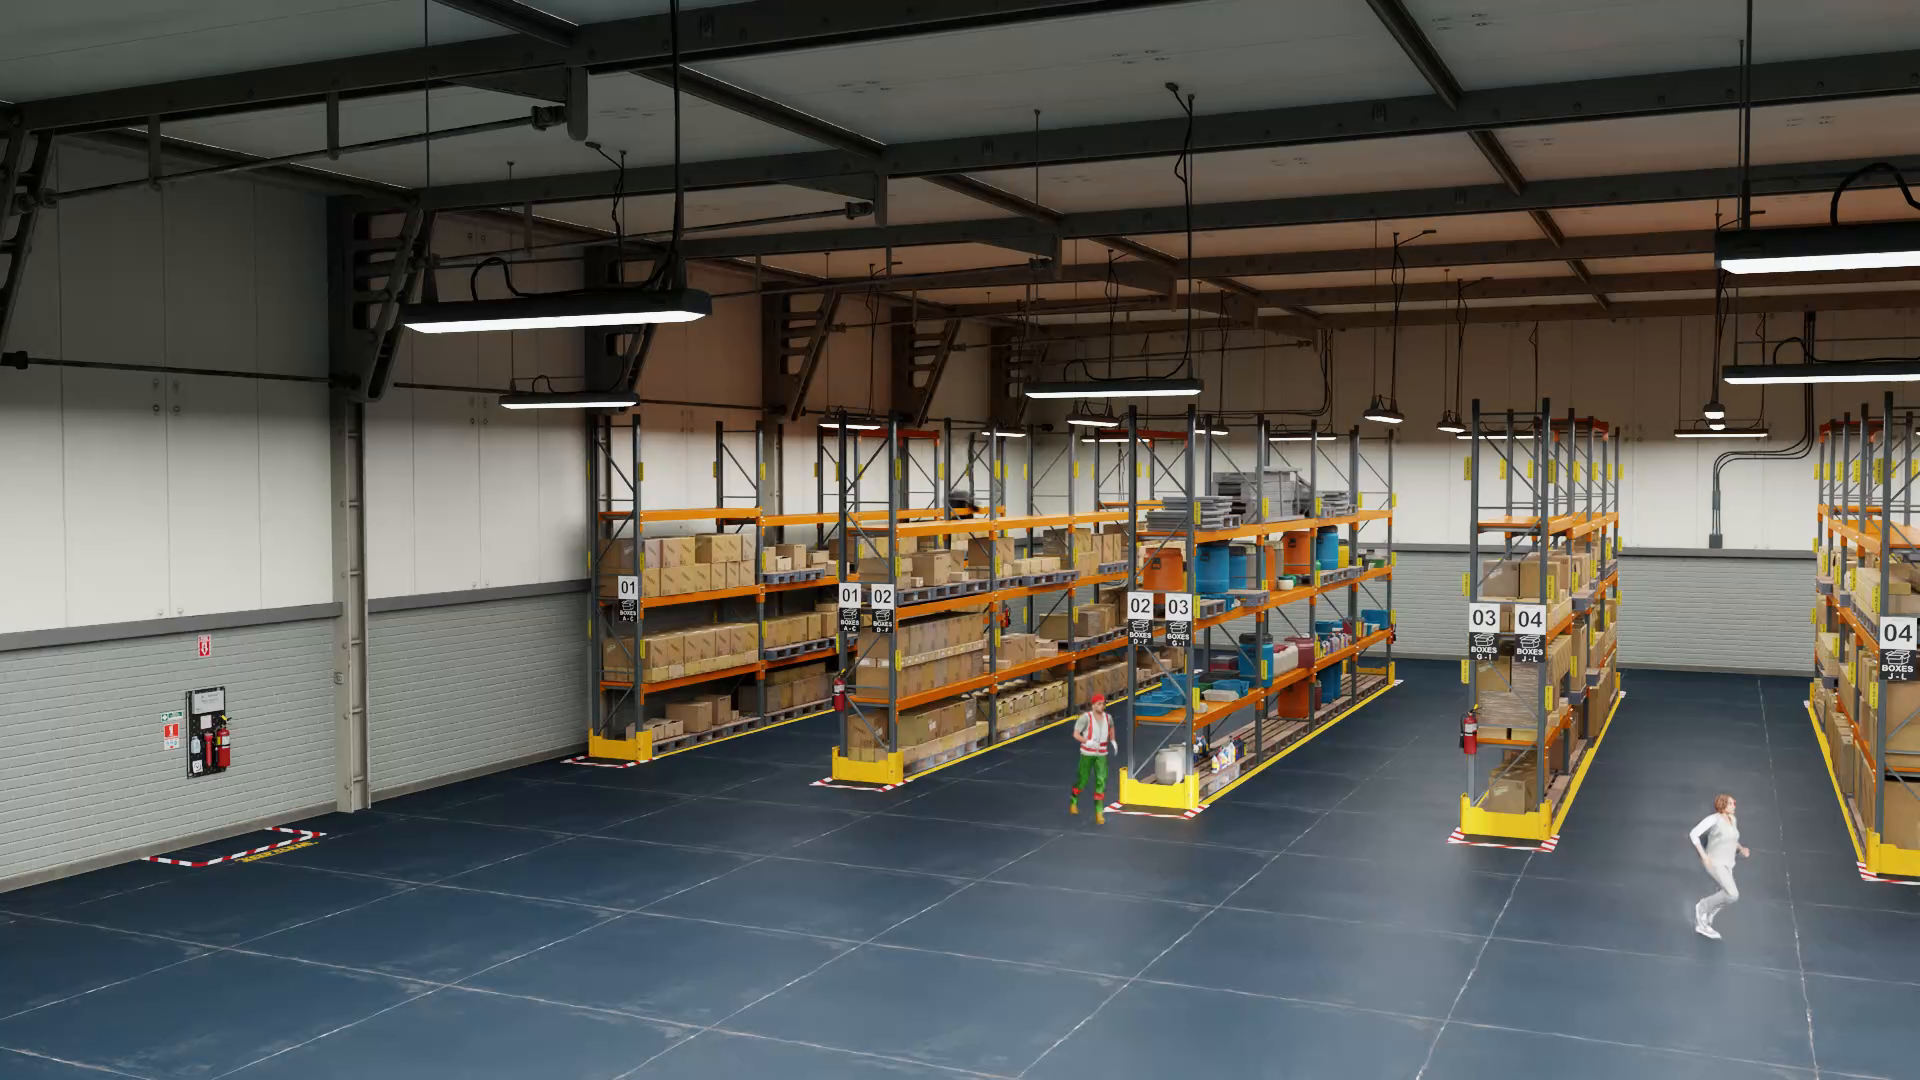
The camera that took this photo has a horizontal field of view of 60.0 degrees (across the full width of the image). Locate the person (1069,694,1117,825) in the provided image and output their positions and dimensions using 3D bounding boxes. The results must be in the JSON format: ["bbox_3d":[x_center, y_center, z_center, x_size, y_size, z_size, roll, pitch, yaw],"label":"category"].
[{"bbox_3d":[1.956,3.109,23.920,0.705,1.815,0.872,-1,2,-17],"label":"person"}]

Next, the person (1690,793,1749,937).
[{"bbox_3d":[8.160,3.489,17.816,0.541,1.556,0.542,-2,3,-34],"label":"person"}]
